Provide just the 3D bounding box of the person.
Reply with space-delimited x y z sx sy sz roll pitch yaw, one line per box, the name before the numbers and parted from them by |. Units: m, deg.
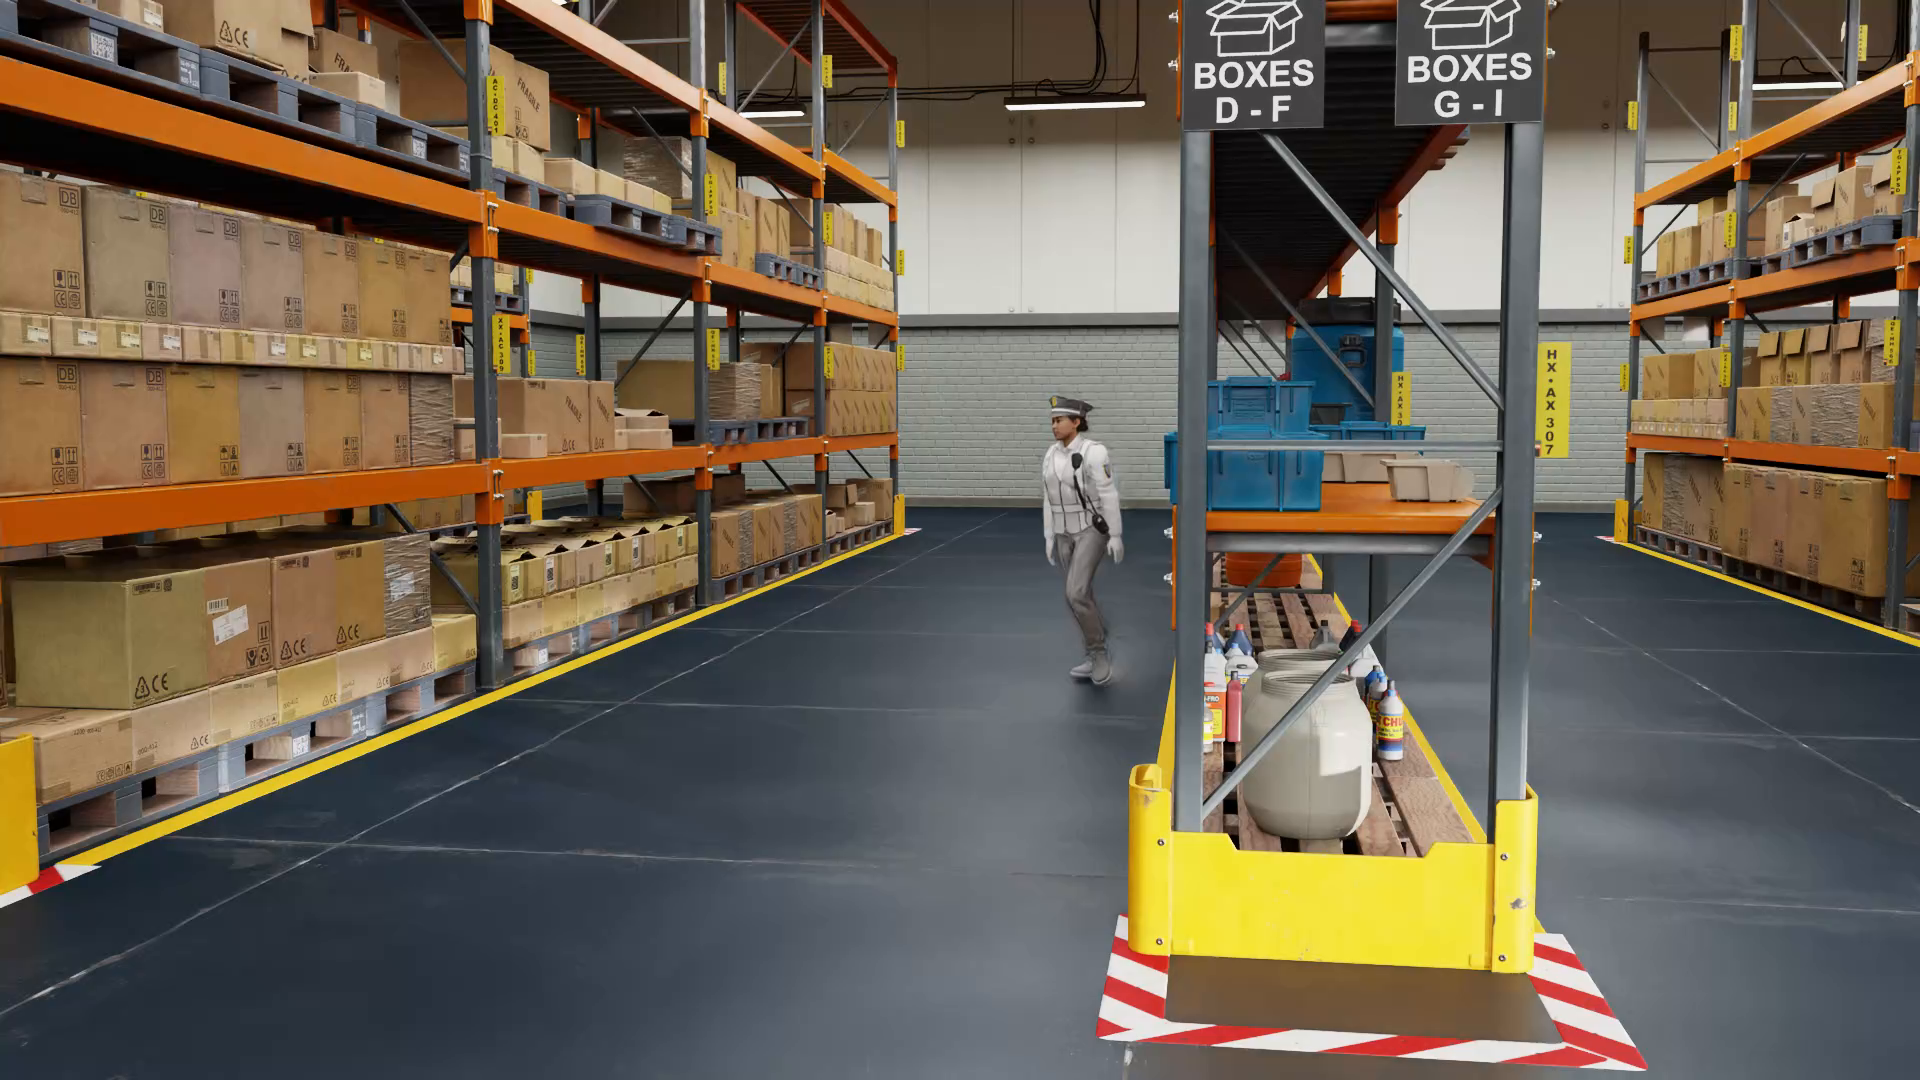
person | 0.701 -0.011 9.750 0.478 1.673 0.525 -4 6 -41
